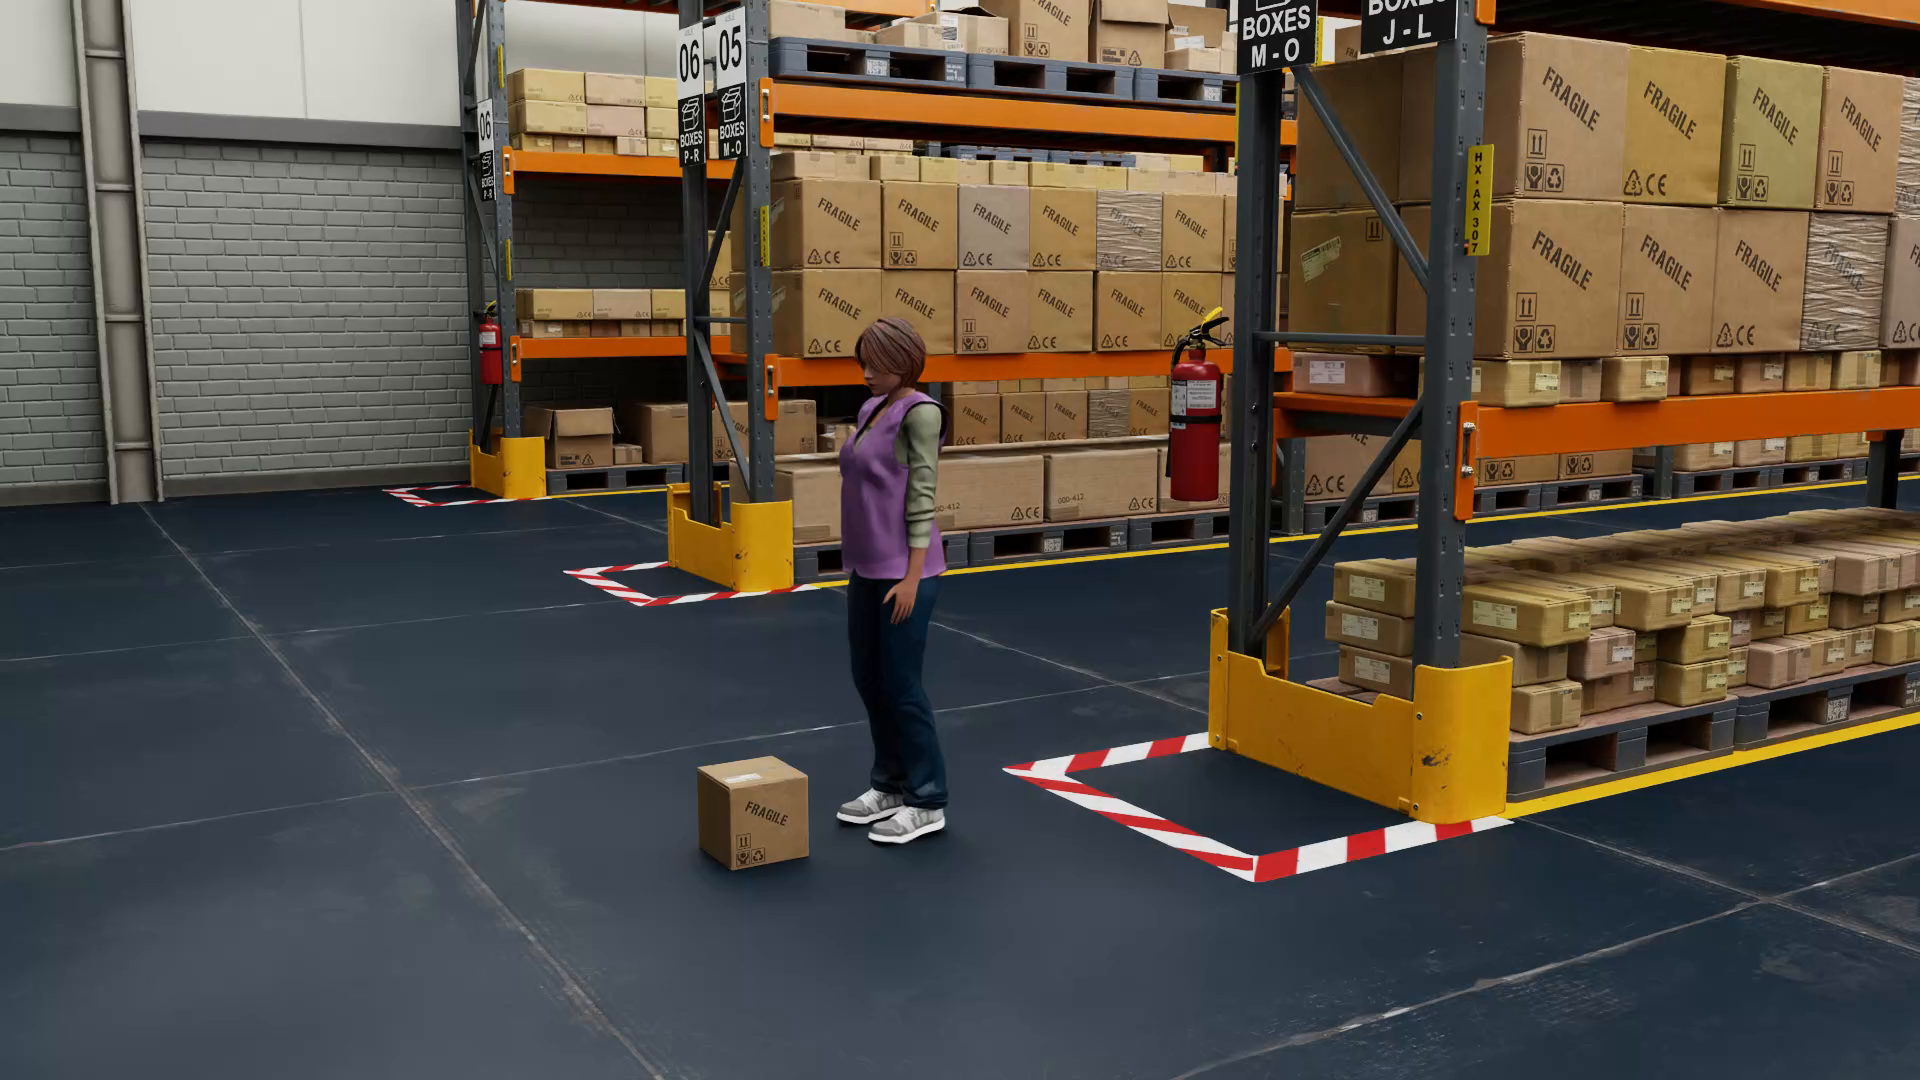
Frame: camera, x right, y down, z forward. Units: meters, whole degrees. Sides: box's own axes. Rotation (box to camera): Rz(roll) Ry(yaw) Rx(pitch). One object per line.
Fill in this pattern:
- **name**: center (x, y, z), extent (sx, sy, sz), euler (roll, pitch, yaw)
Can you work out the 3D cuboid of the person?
- **person**: center (-0.199, 0.119, 5.092), extent (0.300, 1.596, 0.407), euler (-5, 10, -30)
